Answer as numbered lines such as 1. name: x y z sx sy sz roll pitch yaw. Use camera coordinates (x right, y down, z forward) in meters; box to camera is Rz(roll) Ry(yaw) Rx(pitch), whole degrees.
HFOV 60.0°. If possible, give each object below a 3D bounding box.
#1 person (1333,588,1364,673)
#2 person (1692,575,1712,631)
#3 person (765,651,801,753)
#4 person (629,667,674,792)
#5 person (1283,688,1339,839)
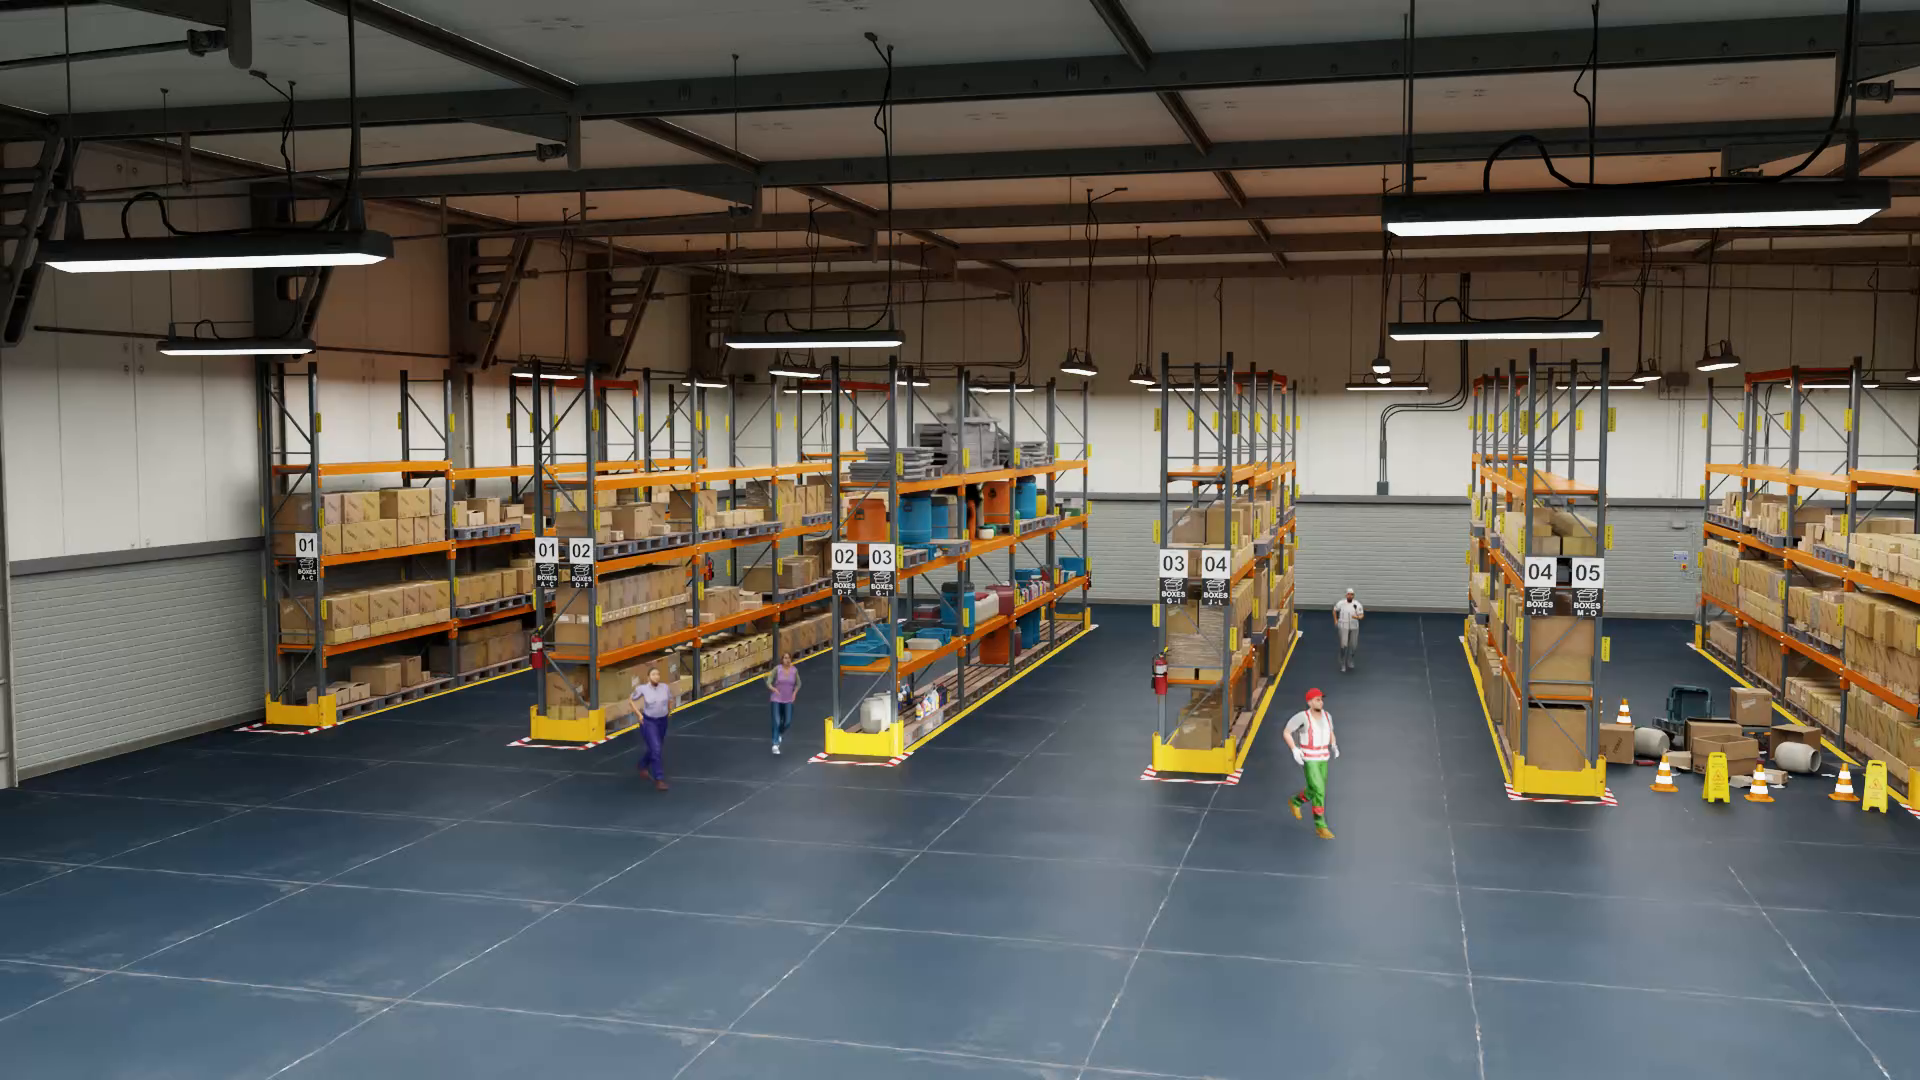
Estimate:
1. person: 7.831 1.831 33.514 0.578 1.708 0.720 0 4 6
2. person: 17.077 1.559 38.159 0.583 1.549 0.564 3 5 33
3. person: -2.669 2.462 25.257 0.557 1.551 0.570 -1 4 -14
4. person: -4.216 2.578 22.940 0.588 1.667 0.869 -4 6 -43
5. person: 4.299 2.692 20.365 0.668 1.786 0.892 -2 5 -31
